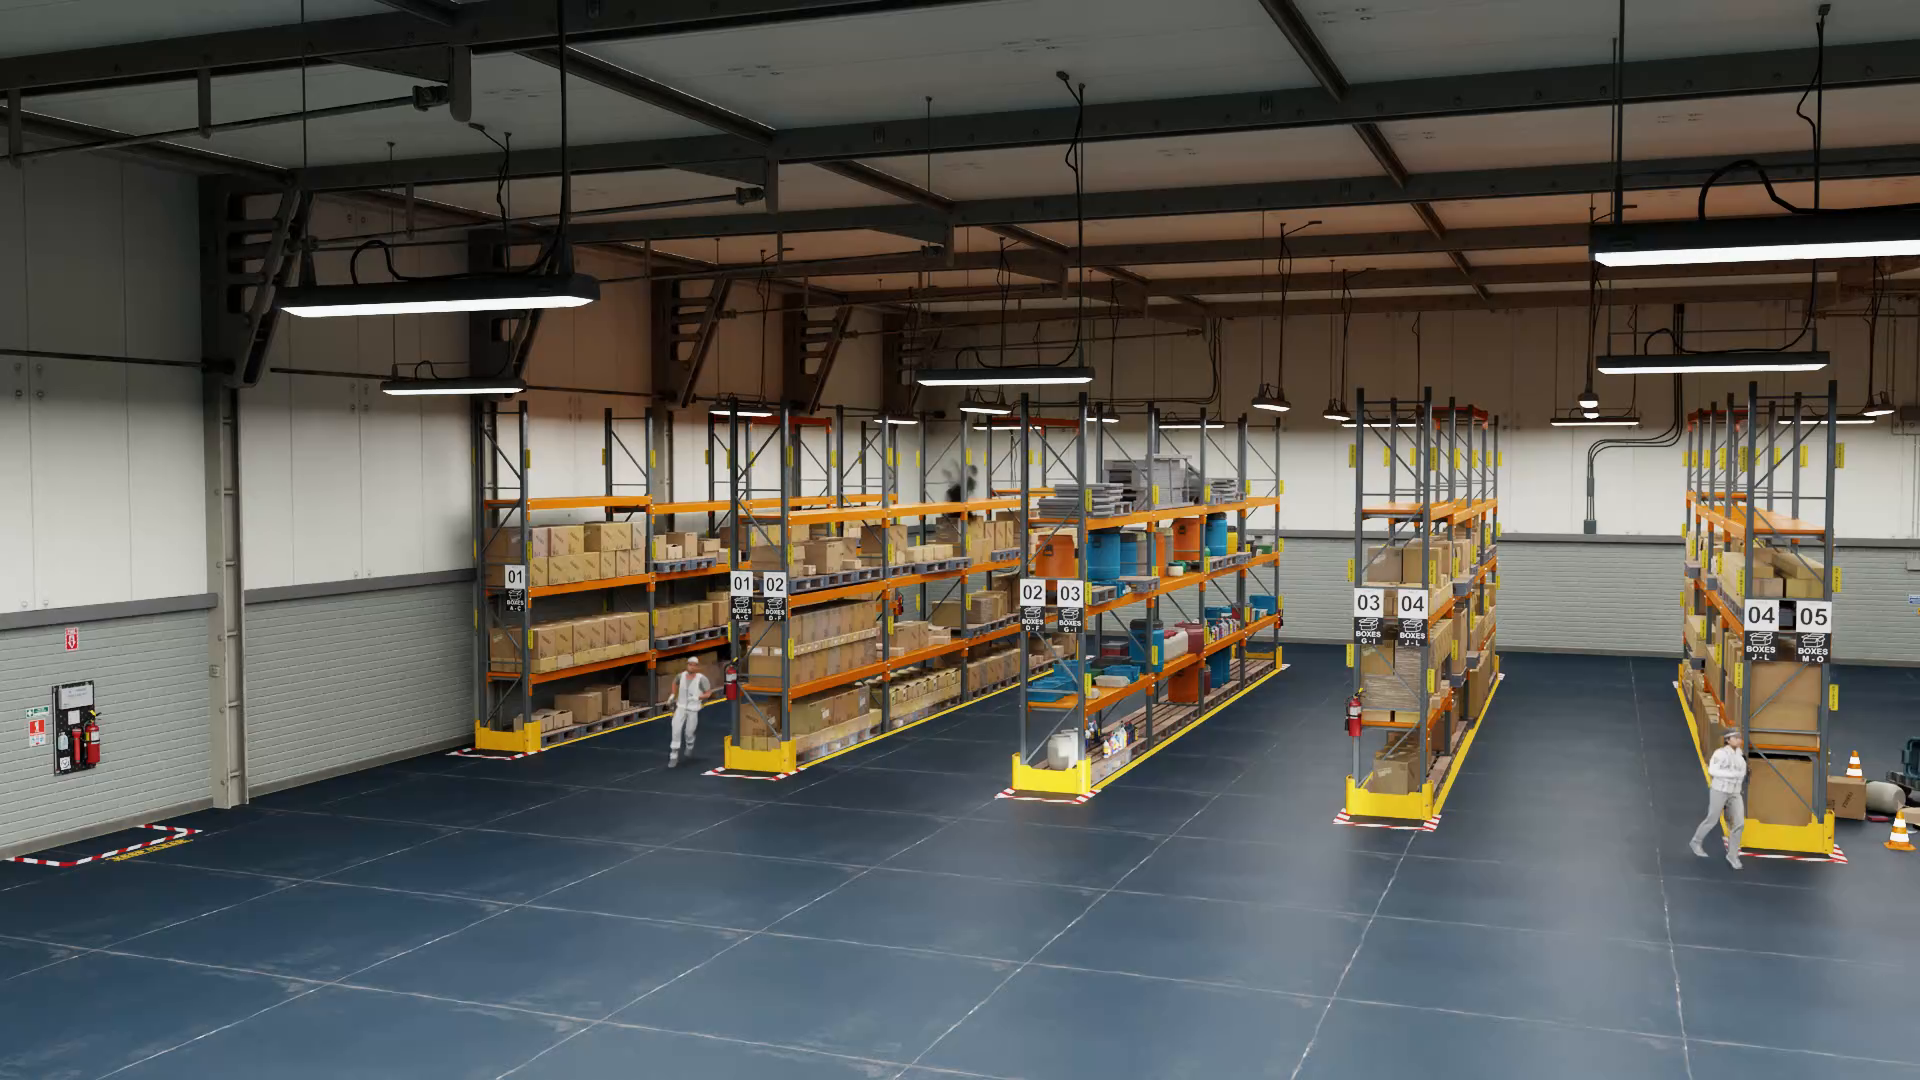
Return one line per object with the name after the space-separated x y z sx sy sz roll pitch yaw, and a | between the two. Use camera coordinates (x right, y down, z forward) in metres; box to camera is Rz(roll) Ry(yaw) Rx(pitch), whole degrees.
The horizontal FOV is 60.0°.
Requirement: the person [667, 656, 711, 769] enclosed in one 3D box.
-4.432 2.735 27.244 0.718 1.674 0.975 0 3 4 | person

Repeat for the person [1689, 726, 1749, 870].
9.476 3.157 20.594 0.617 1.745 0.760 -1 3 -19 | person
